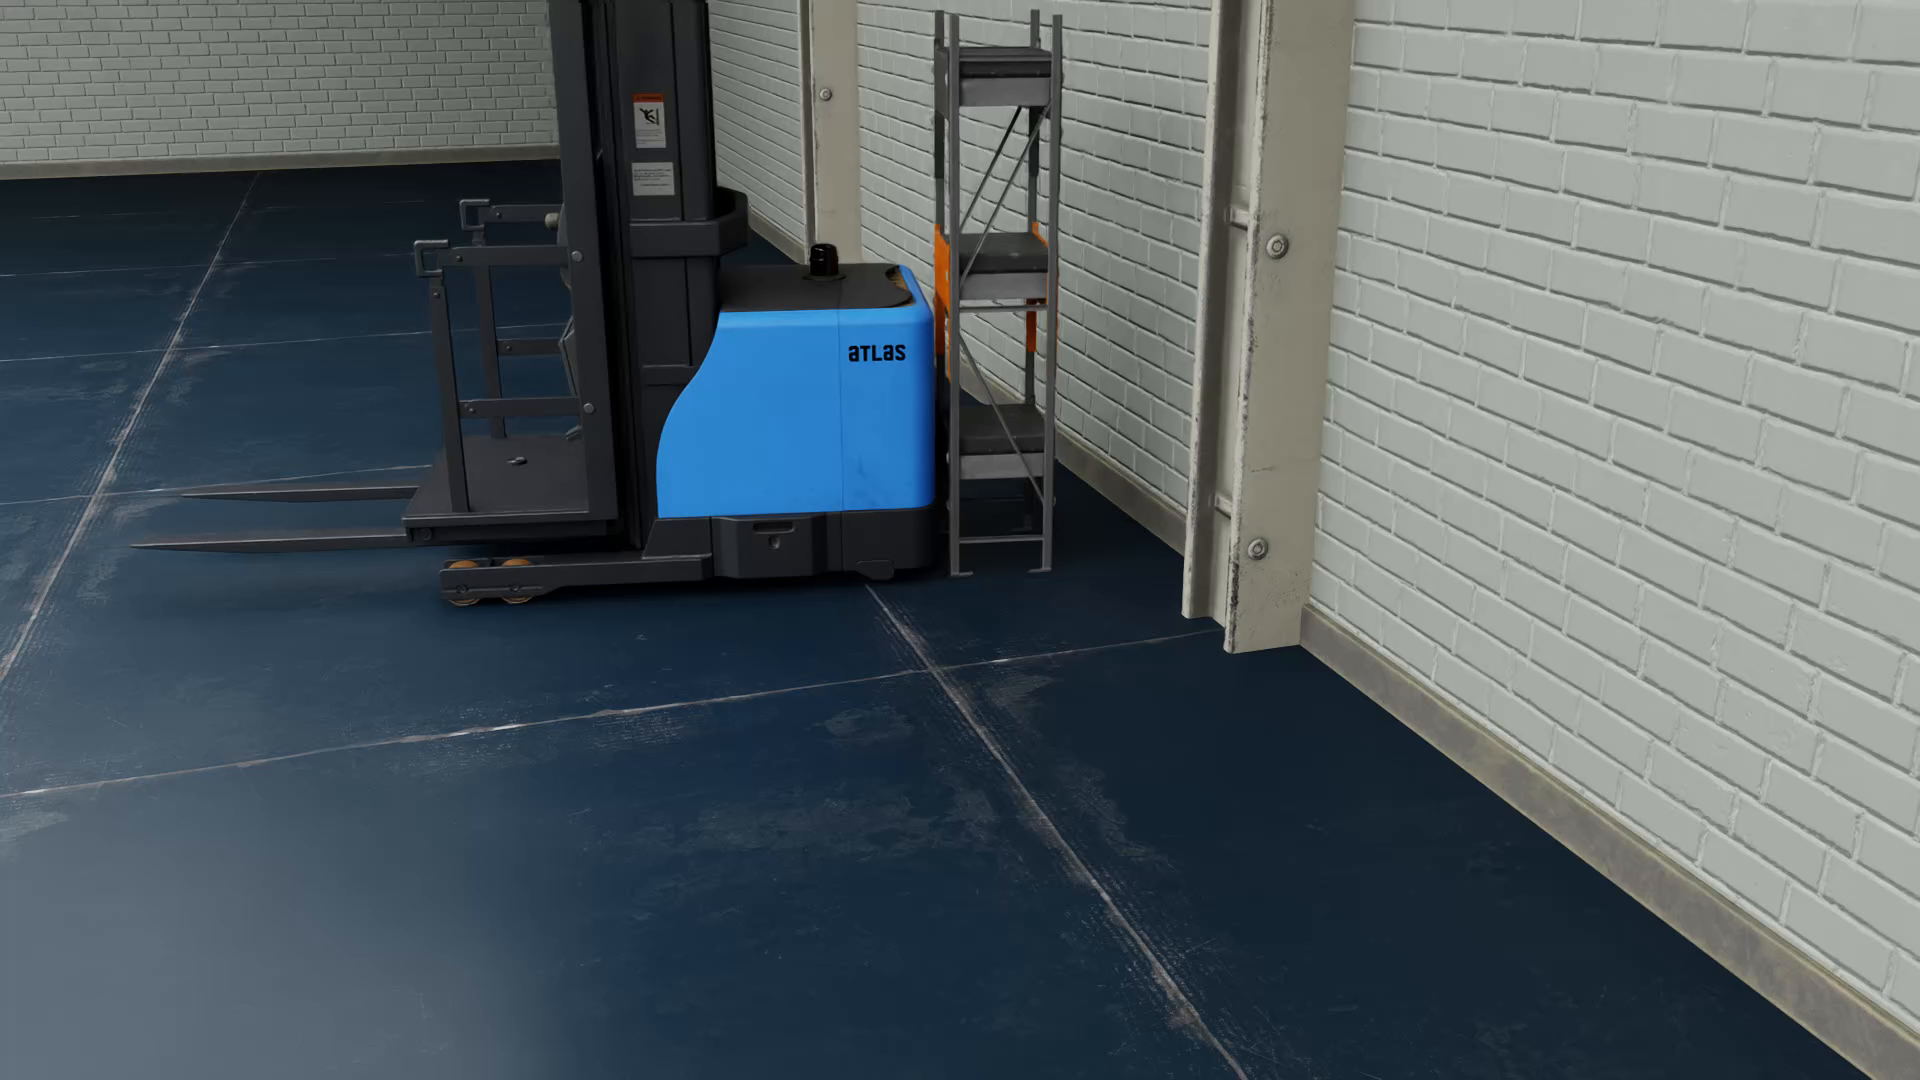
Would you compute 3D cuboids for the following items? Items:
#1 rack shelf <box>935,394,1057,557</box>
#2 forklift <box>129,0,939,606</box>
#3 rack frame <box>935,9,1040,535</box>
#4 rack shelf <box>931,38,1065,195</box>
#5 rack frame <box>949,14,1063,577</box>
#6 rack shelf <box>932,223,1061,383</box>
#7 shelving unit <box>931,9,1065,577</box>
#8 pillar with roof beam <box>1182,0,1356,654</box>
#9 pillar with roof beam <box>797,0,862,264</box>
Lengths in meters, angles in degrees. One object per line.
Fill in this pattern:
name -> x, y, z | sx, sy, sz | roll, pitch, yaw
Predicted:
rack shelf -> 0.133, -0.266, 6.661 | 0.431, 0.518, 0.480 | -2, 20, -6
forklift -> -1.638, -1.321, 6.260 | 3.031, 2.935, 1.130 | -2, 20, -6
rack frame -> 0.104, -1.019, 6.648 | 0.400, 2.100, 0.015 | -2, 20, -6
rack shelf -> 0.133, -1.584, 6.188 | 0.431, 0.518, 0.480 | -2, 20, -6
rack frame -> 0.162, -0.856, 6.192 | 0.400, 2.100, 0.015 | -2, 20, -6
rack shelf -> 0.133, -0.925, 6.425 | 0.431, 0.518, 0.480 | -2, 20, -6
shelving unit -> 0.133, -0.938, 6.420 | 0.431, 2.100, 0.503 | -2, 20, -6
pillar with roof beam -> -3.059, -3.460, 3.236 | 9.100, 9.000, 0.400 | -6, 21, -17
pillar with roof beam -> -4.945, -5.385, 8.597 | 9.100, 9.000, 0.400 | -6, 21, -17
